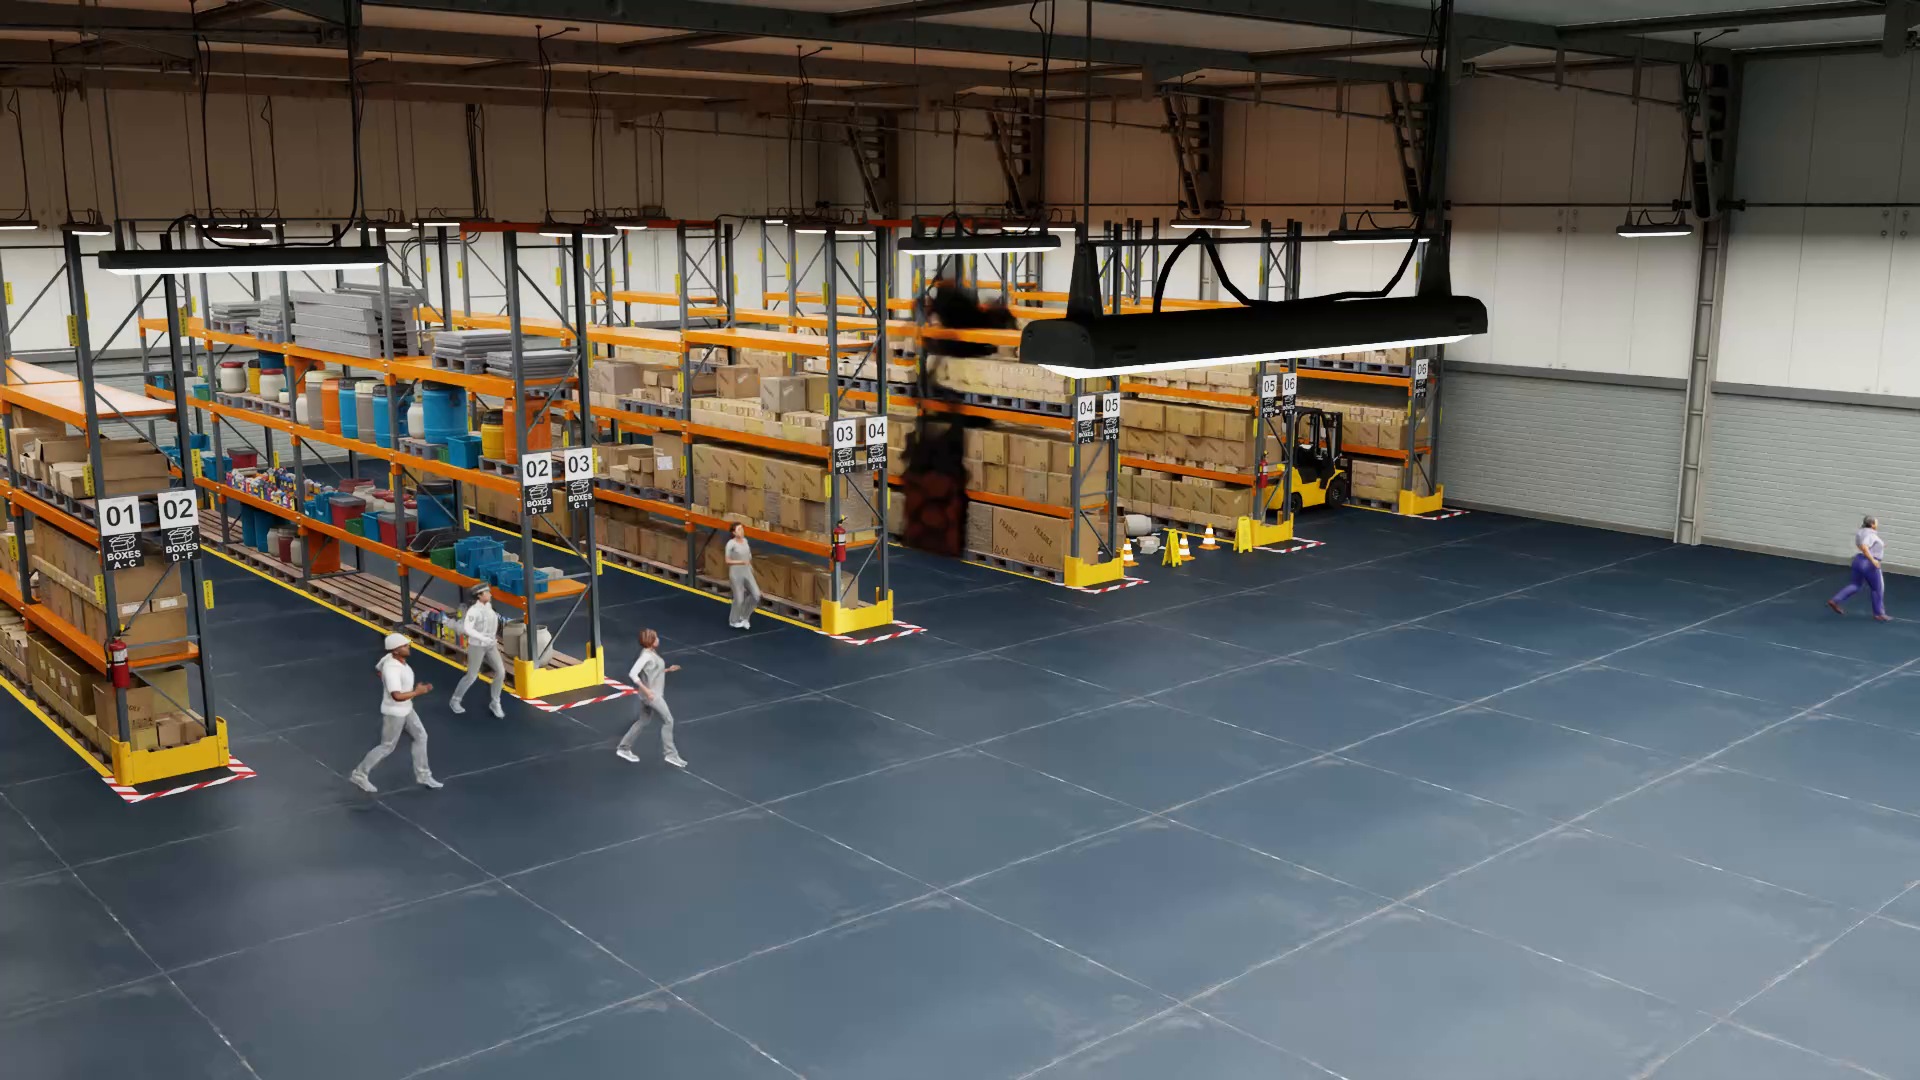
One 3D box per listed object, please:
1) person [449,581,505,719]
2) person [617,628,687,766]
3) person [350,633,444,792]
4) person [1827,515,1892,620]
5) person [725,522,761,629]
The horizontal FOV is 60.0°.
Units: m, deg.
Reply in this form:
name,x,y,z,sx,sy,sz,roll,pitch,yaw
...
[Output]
name,x,y,z,sx,sy,sz,roll,pitch,yaw
person,-6.013,1.365,20.937,0.742,1.713,0.677,4,12,21
person,-3.519,1.846,18.860,0.785,1.529,0.518,-3,12,-15
person,-6.158,1.889,18.056,0.940,1.807,0.712,-2,12,-10
person,13.924,0.426,25.566,0.943,1.614,0.608,0,11,-2
person,-3.259,0.551,24.965,0.616,1.649,0.548,11,16,44
